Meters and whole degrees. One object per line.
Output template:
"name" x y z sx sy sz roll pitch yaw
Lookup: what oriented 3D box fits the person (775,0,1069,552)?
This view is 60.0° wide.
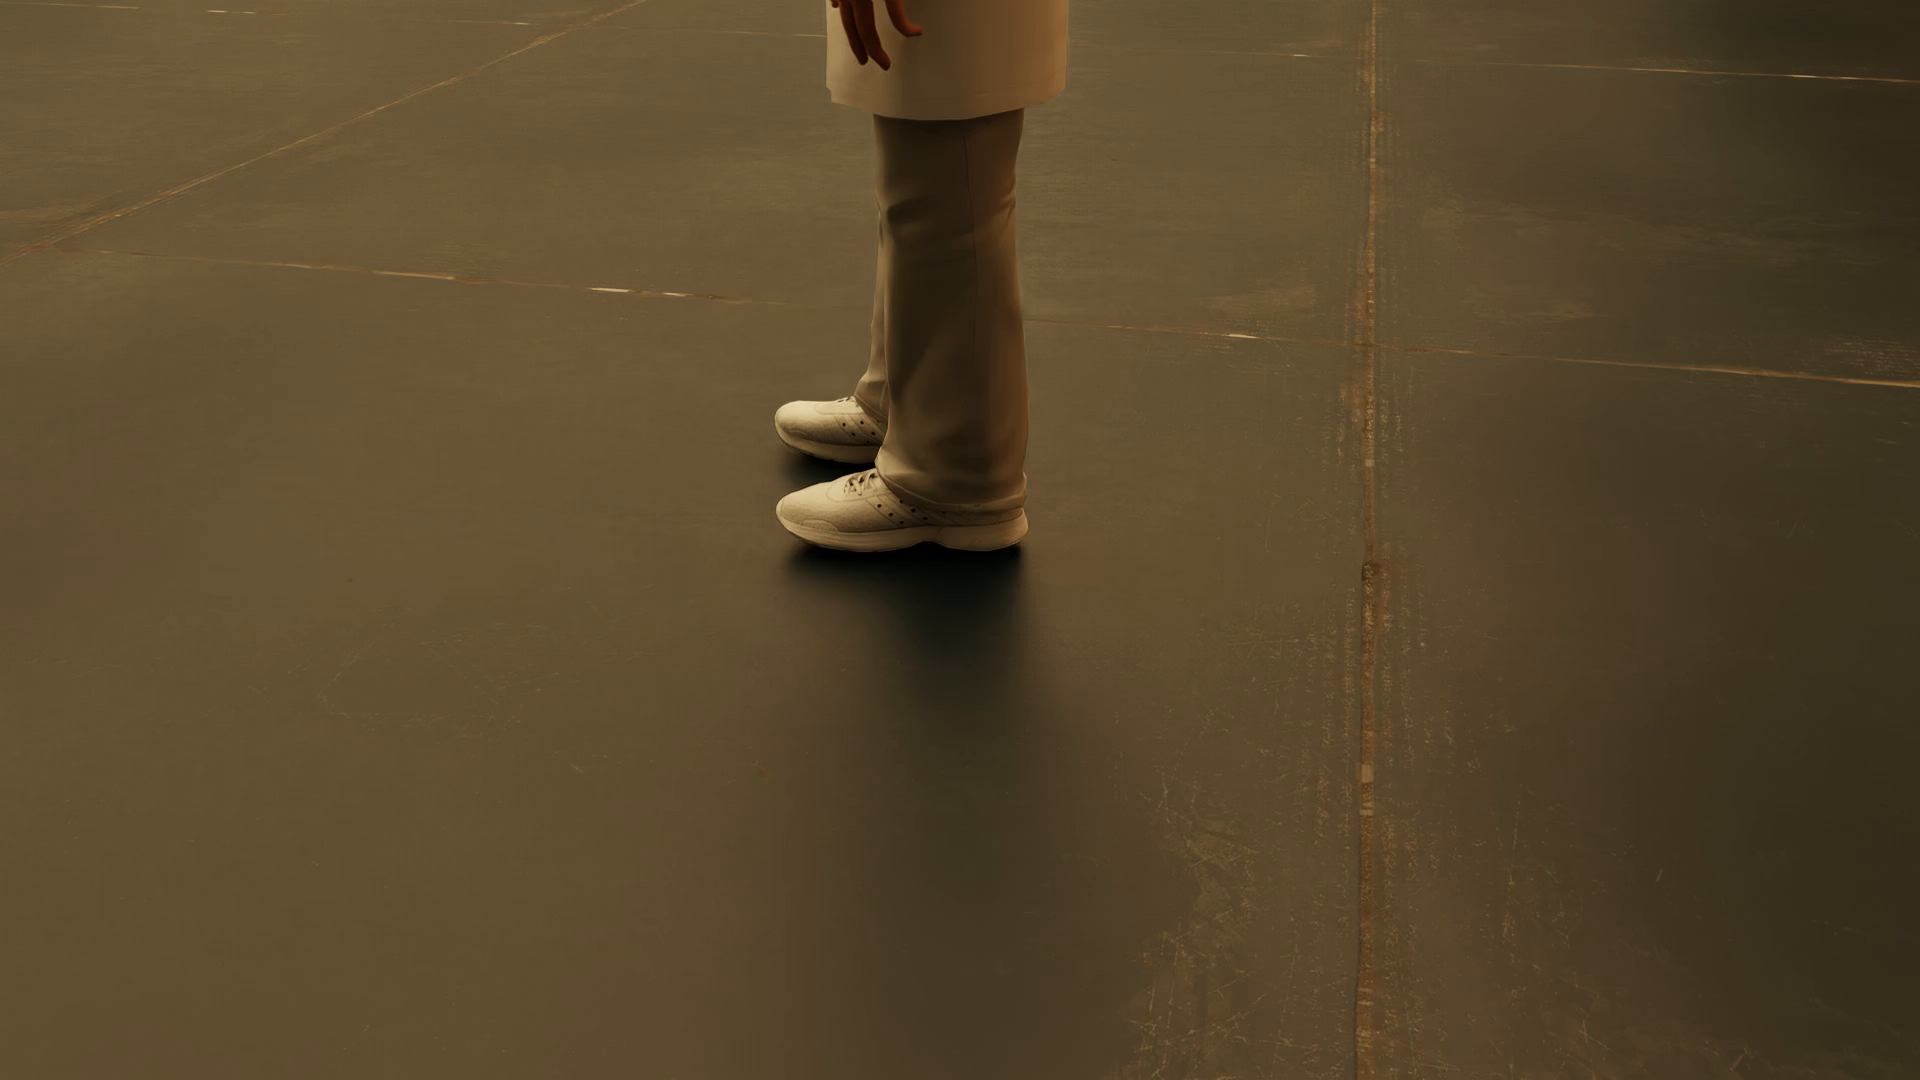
"person" -0.088 -0.811 2.117 0.578 1.778 0.698 6 27 11
